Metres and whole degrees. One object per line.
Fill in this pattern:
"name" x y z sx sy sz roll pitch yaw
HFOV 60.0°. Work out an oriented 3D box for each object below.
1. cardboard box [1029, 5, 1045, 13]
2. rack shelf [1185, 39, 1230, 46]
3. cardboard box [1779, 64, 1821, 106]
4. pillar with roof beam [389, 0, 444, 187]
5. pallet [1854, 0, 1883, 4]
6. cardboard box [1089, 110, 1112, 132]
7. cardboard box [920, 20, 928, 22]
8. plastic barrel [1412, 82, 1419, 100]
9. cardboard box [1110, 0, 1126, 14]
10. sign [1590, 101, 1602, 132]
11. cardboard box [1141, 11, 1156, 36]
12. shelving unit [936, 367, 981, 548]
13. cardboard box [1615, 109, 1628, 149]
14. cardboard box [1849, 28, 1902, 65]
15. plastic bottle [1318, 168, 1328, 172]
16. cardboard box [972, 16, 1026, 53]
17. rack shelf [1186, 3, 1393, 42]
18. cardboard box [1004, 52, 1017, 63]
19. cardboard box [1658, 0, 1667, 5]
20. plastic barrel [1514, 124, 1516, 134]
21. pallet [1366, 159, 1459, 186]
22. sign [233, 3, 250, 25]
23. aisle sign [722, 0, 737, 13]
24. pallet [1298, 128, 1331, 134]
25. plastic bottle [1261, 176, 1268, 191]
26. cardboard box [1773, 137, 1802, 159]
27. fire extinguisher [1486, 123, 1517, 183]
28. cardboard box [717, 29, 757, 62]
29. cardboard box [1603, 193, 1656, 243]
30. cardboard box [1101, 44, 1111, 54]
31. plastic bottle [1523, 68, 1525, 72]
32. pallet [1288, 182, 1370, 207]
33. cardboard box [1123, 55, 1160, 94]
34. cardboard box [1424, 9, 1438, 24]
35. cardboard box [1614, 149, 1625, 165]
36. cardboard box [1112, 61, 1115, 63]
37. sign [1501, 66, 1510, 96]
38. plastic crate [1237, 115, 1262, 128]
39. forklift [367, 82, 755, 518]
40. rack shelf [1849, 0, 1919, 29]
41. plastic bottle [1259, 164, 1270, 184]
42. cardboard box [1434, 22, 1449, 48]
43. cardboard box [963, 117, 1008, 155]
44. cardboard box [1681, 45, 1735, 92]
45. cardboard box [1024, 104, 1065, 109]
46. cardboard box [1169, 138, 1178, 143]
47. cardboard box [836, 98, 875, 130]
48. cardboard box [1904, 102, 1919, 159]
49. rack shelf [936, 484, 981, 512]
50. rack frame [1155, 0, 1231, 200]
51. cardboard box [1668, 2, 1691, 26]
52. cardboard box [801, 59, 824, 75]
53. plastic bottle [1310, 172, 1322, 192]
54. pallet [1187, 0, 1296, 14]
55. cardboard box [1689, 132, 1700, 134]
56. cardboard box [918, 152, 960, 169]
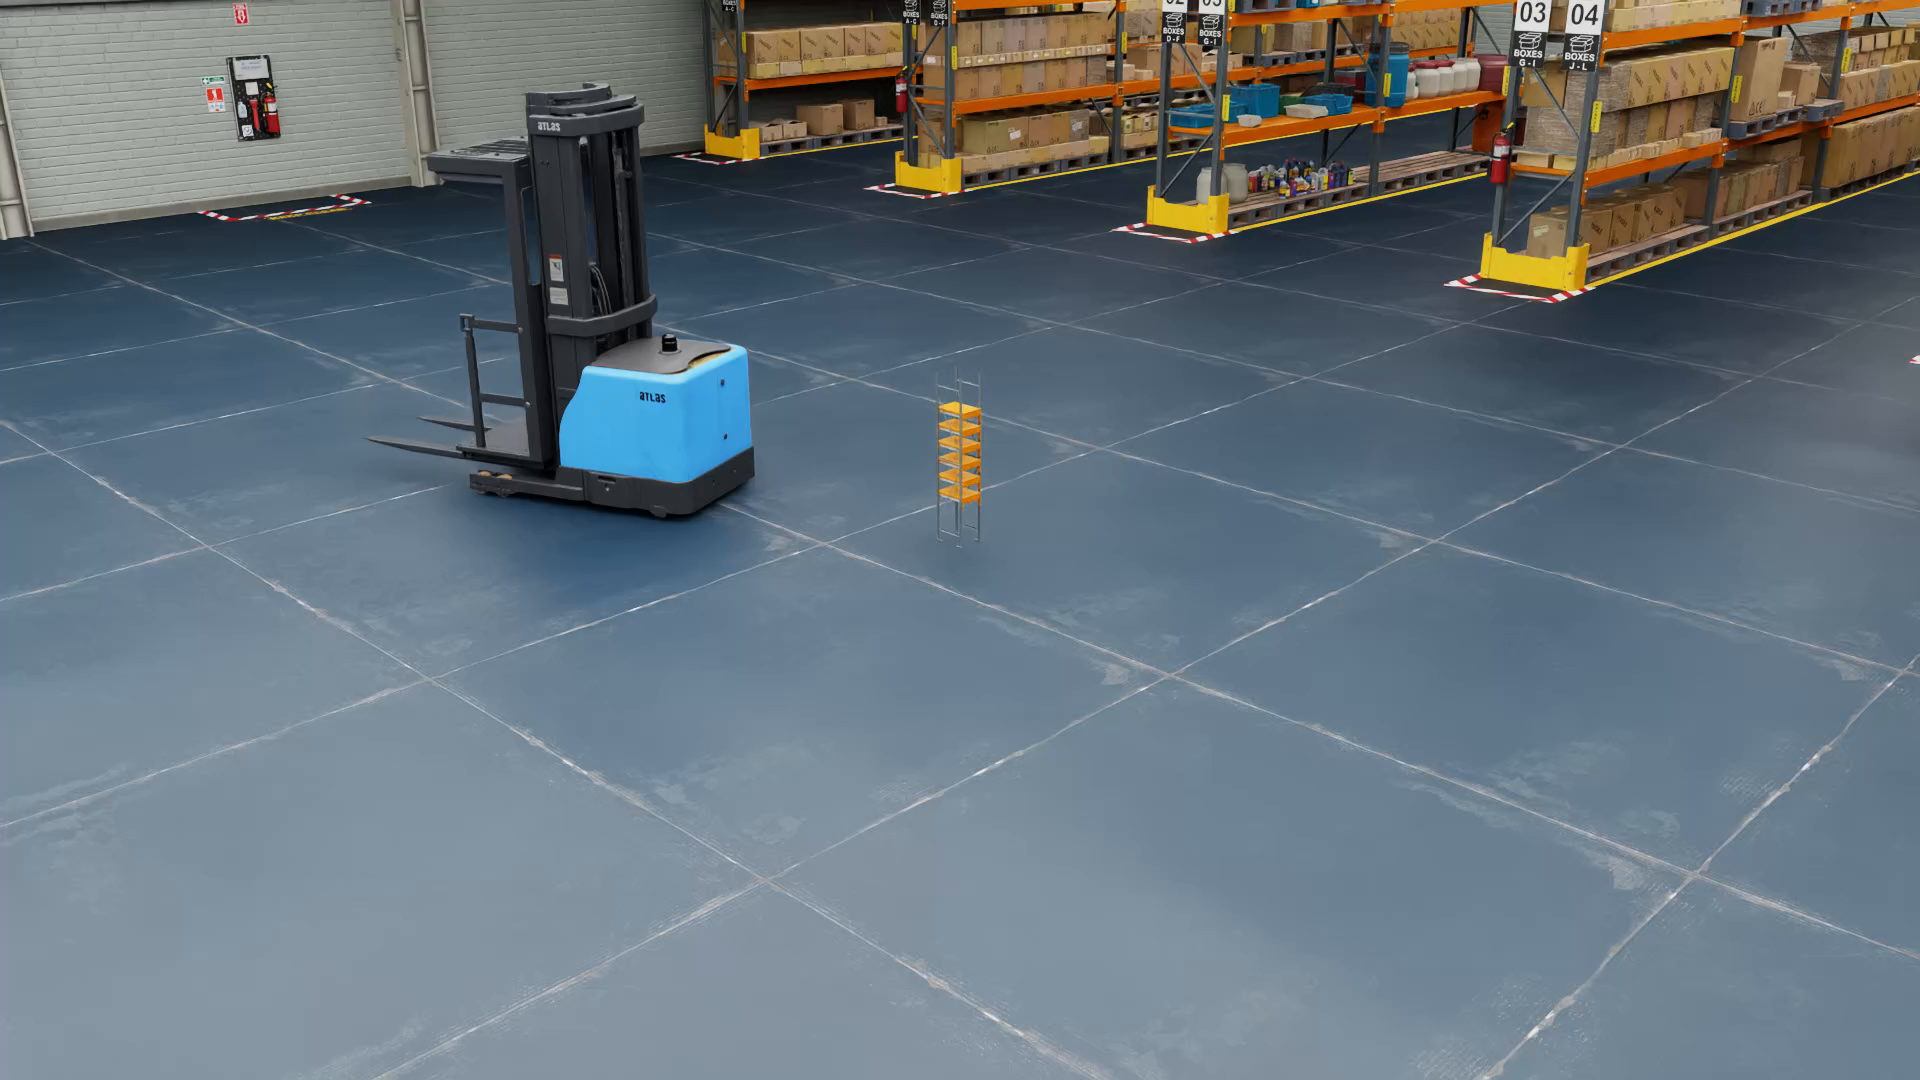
"cardboard box" 1.681 -10.897 34.118 0.500 0.250 0.500 -19 28 -41
"rack shelf" 5.736 -11.377 37.997 1.077 0.370 4.000 19 28 41
"cardboard box" 11.531 -6.377 23.260 0.500 0.500 0.700 -15 26 -34
"pillar with roof beam" -5.264 -8.691 21.644 9.100 9.000 0.400 19 28 41
"pallet" 12.608 -7.942 24.139 1.003 0.211 1.213 -19 28 -40
"cardboard box" 2.388 -7.254 28.731 0.500 0.311 0.500 19 28 41
"cardboard box" -0.466 -9.659 31.770 0.500 0.500 0.700 -17 27 -37
"plastic barrel" 6.891 -6.900 25.539 0.301 0.262 0.301 0 21 0
"cardboard box" 3.123 -11.168 34.824 0.500 0.250 0.500 19 28 40
"sign" 7.005 -4.663 18.320 0.100 0.325 0.005 19 28 41
"cardboard box" 3.850 -11.078 35.635 0.500 0.500 0.500 20 28 41
"shelving unit" -0.010 -0.556 11.350 0.258 1.200 0.189 19 28 41
"cardboard box" 7.282 -4.874 19.519 0.875 0.500 0.500 19 28 41
"cardboard box" 14.061 -7.655 25.772 0.797 0.503 0.637 20 28 41
"plastic bottle" 5.357 -5.340 24.471 0.152 0.276 0.135 19 28 41
"cardboard box" 0.607 -7.924 26.063 0.700 0.500 0.500 19 28 41
"rack shelf" 4.463 -7.213 22.982 1.077 0.370 4.000 19 28 41
"cardboard box" 0.668 -7.538 25.961 0.380 0.149 0.250 18 27 39
"cardboard box" 7.905 -6.250 19.127 0.380 0.149 0.250 18 27 38
"plastic barrel" 9.307 -7.023 28.549 0.421 0.512 0.421 0 21 0
"pallet" 7.229 -5.888 26.599 1.003 0.211 1.213 19 28 41
"sign" -10.176 -7.448 23.539 0.001 0.298 0.199 19 28 41
"aisle sign" -3.866 -9.234 27.795 0.394 0.787 0.004 19 28 41
"pallet" 6.501 -8.125 32.419 1.003 0.211 1.213 19 28 41
"plastic bottle" 4.429 -5.183 24.165 0.097 0.201 0.097 0 21 0
"cardboard box" 11.751 -5.660 23.946 0.500 0.250 0.500 -19 28 -40
"fire extinguisher" 6.206 -4.445 19.066 0.296 0.674 0.183 19 28 41
"cardboard box" -3.854 -8.578 28.847 0.500 0.500 0.500 19 28 40
"cardboard box" 8.328 -4.031 20.781 0.500 0.500 0.500 16 26 36
"cardboard box" 2.275 -8.130 27.501 0.380 0.149 0.250 19 28 41
"plastic bottle" 9.504 -7.782 27.814 0.152 0.276 0.135 19 28 41
"pallet" 5.359 -5.199 24.807 1.003 0.211 1.213 19 28 41
"cardboard box" 3.980 -10.192 36.321 0.750 0.750 0.750 20 28 41
"cardboard box" 9.501 -10.922 34.276 0.500 0.500 0.500 -19 28 -40
"cardboard box" 7.518 -4.481 19.402 0.380 0.149 0.250 19 28 41
"cardboard box" 2.793 -8.113 28.688 0.396 0.266 0.258 18 28 39
"sign" 6.232 -5.227 18.939 0.100 0.325 0.005 19 28 41
"plastic crate" 3.922 -5.661 22.490 0.298 0.136 0.250 19 28 41
"forklift" -3.126 -1.853 12.310 3.031 2.935 1.130 9 23 21
"rack shelf" 13.592 -8.030 25.107 1.077 0.370 4.000 19 28 41
"plastic bottle" 4.439 -5.323 24.320 0.185 0.351 0.144 -19 28 -40
"cardboard box" 9.854 -10.591 34.808 0.500 0.500 0.500 20 28 41
"cardboard box" 0.402 -6.349 26.114 0.500 0.500 0.500 19 28 41
"cardboard box" 9.290 -5.891 20.773 0.500 0.500 0.500 19 28 41
"cardboard box" 1.420 -6.995 27.794 0.500 0.500 0.500 19 28 41
"cardboard box" 3.487 -7.123 29.172 0.500 0.250 0.500 18 28 39
"cardboard box" -1.936 -7.904 30.829 0.500 0.500 0.500 17 27 37
"cardboard box" 15.505 -6.834 27.549 0.875 0.875 0.875 19 28 41
"rack shelf" -0.010 -0.291 11.452 0.258 0.103 0.180 19 28 41
"rack frame" 3.067 -5.635 22.053 1.000 3.000 0.127 19 28 41
"cardboard box" 8.201 -6.180 19.500 0.500 0.250 0.500 -19 28 -40
"cardboard box" -2.751 -8.366 29.341 0.500 0.250 0.500 19 28 40
"plastic bottle" 5.140 -5.186 24.069 0.135 0.276 0.152 -20 28 -41
"pallet" 3.714 -7.135 22.039 1.003 0.211 1.213 19 28 41
"cardboard box" 9.068 -5.066 20.924 0.380 0.149 0.250 19 28 41
"cardboard box" -0.317 -6.000 26.250 0.500 0.250 0.500 19 28 41
